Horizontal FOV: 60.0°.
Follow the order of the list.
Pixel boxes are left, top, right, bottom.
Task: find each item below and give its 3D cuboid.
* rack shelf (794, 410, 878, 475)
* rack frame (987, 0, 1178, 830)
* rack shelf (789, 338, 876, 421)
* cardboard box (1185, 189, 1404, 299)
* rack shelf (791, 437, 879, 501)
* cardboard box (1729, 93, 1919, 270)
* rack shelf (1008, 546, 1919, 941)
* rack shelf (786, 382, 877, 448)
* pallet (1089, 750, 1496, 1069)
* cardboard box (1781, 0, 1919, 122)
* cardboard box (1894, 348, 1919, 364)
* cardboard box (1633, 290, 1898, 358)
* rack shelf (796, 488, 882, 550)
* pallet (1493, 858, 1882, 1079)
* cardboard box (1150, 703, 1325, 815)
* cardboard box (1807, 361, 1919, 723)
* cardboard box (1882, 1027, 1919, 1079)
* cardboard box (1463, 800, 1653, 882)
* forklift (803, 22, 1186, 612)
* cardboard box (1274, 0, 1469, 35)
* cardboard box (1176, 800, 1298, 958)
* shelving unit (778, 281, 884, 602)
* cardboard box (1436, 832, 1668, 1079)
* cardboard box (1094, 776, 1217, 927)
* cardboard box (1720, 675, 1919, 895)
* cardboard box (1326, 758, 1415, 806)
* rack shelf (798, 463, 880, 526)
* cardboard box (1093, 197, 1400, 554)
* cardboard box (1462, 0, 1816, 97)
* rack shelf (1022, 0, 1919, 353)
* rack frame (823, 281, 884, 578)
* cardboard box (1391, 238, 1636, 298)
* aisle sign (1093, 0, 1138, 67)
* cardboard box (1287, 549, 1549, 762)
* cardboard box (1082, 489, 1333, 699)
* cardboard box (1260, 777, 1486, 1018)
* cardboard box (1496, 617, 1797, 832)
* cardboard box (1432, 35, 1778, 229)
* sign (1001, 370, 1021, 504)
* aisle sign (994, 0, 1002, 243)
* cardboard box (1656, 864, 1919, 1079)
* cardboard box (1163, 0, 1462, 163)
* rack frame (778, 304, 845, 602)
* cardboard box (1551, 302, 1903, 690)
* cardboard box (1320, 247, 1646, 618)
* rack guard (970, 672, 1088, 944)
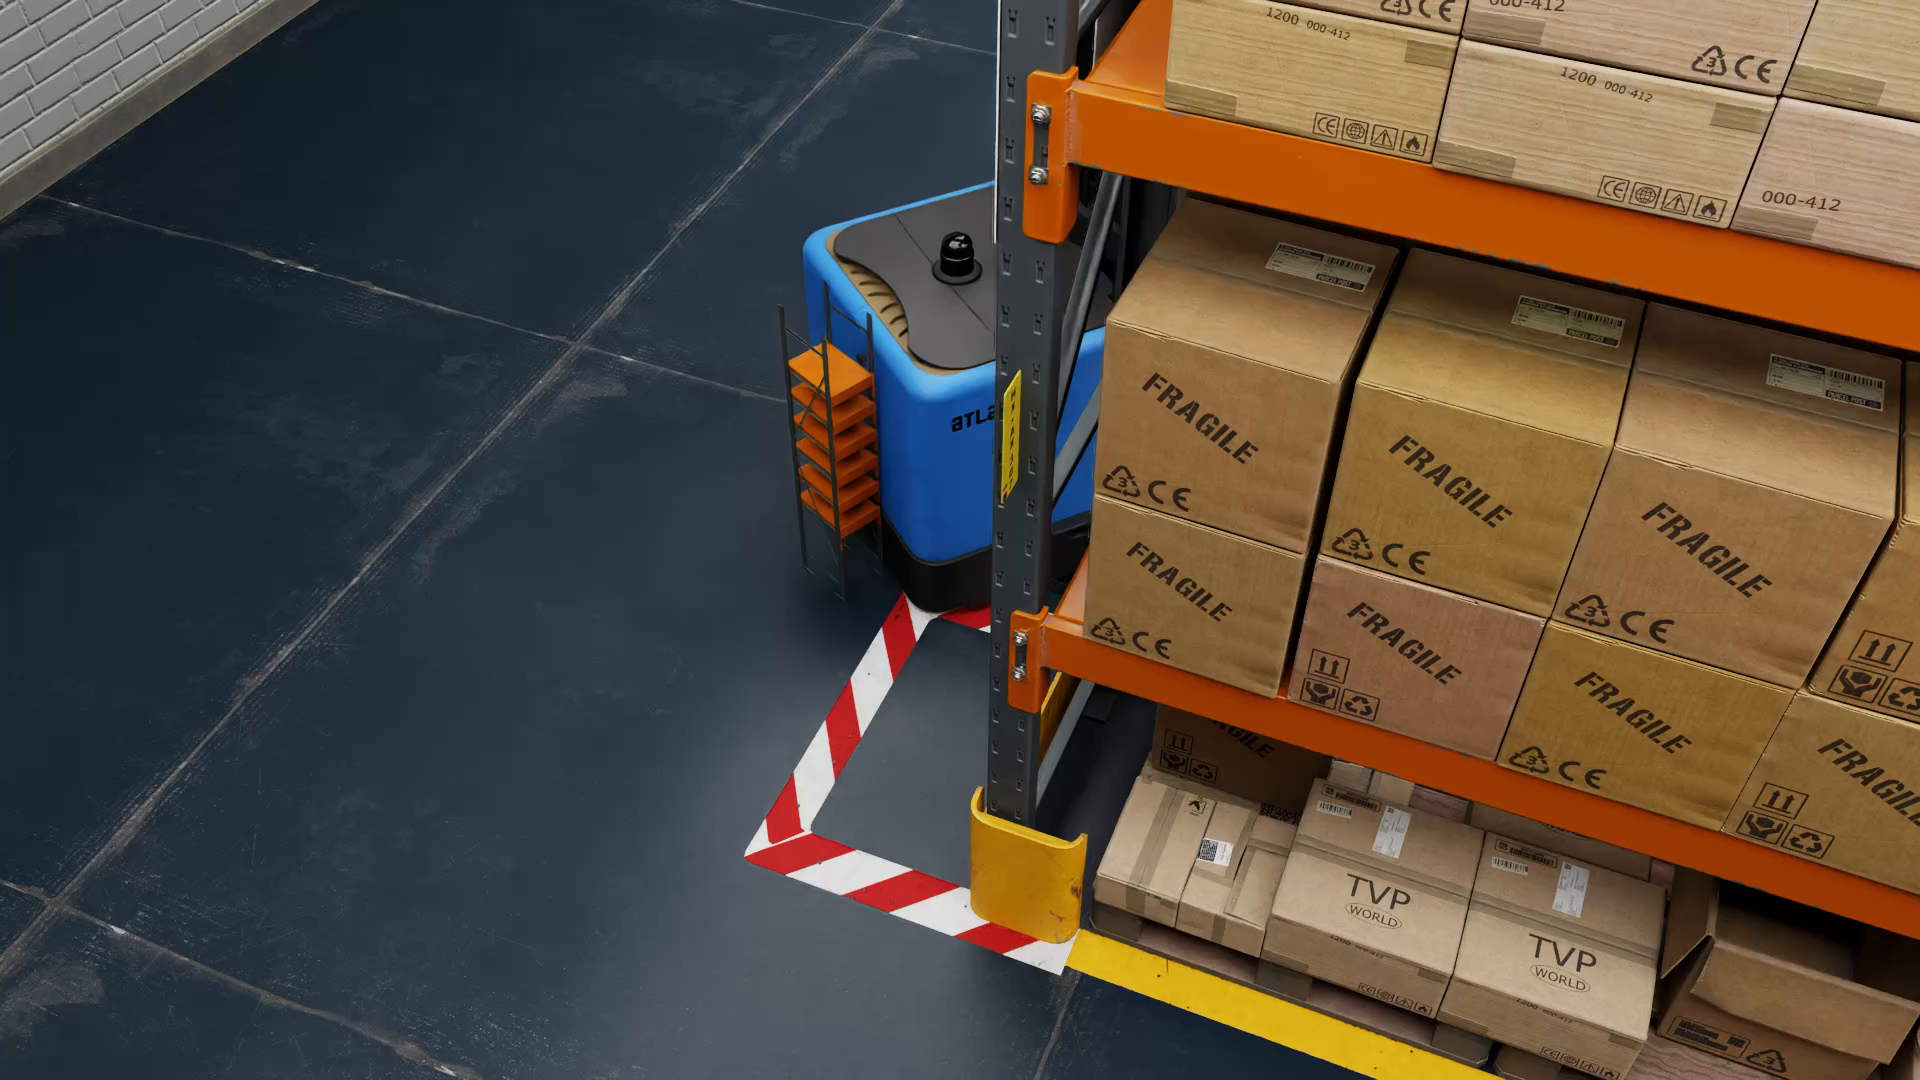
[{"bbox_3d":[-0.430,-0.361,5.655,0.180,0.103,0.258,-32,53,-28],"label":"rack shelf"},{"bbox_3d":[0.325,-0.276,4.401,0.127,3.000,1.000,16,47,16],"label":"rack frame"},{"bbox_3d":[-0.430,-0.531,5.485,0.180,0.103,0.258,-32,53,-28],"label":"rack shelf"},{"bbox_3d":[0.841,-0.724,4.071,0.500,0.500,0.500,16,47,15],"label":"cardboard box"},{"bbox_3d":[-0.430,-0.276,5.739,0.180,0.103,0.258,-32,53,-28],"label":"rack shelf"},{"bbox_3d":[1.619,-0.703,2.809,0.500,0.250,0.500,16,47,16],"label":"cardboard box"},{"bbox_3d":[2.170,0.522,4.109,4.000,0.370,1.077,16,47,16],"label":"rack shelf"},{"bbox_3d":[-0.430,-0.446,5.570,0.180,0.103,0.258,-32,53,-28],"label":"rack shelf"},{"bbox_3d":[1.131,0.949,5.147,1.213,0.211,1.003,16,47,16],"label":"pallet"},{"bbox_3d":[1.621,-0.883,2.636,0.500,0.250,0.500,16,47,16],"label":"cardboard box"},{"bbox_3d":[2.262,-0.310,3.655,0.500,0.500,0.500,18,48,17],"label":"cardboard box"},{"bbox_3d":[1.788,-0.450,3.796,0.500,0.500,0.500,18,47,17],"label":"cardboard box"},{"bbox_3d":[-0.430,-0.106,5.909,0.180,0.103,0.258,-32,53,-28],"label":"rack shelf"},{"bbox_3d":[2.253,1.281,4.813,1.213,0.211,1.003,16,47,16],"label":"pallet"},{"bbox_3d":[0.921,0.441,5.140,0.500,0.500,0.500,16,47,16],"label":"cardboard box"},{"bbox_3d":[2.047,0.039,3.304,0.500,0.500,0.500,16,47,15],"label":"cardboard box"},{"bbox_3d":[2.689,1.433,4.277,0.500,0.311,0.500,16,47,16],"label":"cardboard box"},{"bbox_3d":[1.786,0.807,4.949,0.500,0.250,0.500,16,47,16],"label":"cardboard box"},{"bbox_3d":[0.987,-1.515,5.695,3.031,2.935,1.130,-19,48,-19],"label":"forklift"},{"bbox_3d":[0.698,-1.155,2.909,0.500,0.250,0.500,16,47,16],"label":"cardboard box"},{"bbox_3d":[0.809,0.977,4.838,0.250,0.166,0.380,16,47,16],"label":"cardboard box"},{"bbox_3d":[-0.430,-0.307,5.708,0.189,1.200,0.258,-32,53,-28],"label":"shelving unit"},{"bbox_3d":[1.640,1.146,4.609,0.500,0.250,0.500,16,47,16],"label":"cardboard box"},{"bbox_3d":[0.579,0.916,4.912,0.250,0.149,0.380,16,47,16],"label":"cardboard box"},{"bbox_3d":[2.034,0.392,3.658,0.500,0.500,0.500,17,47,16],"label":"cardboard box"},{"bbox_3d":[1.260,0.728,5.088,0.250,0.166,0.380,16,47,16],"label":"cardboard box"},{"bbox_3d":[-0.430,-0.191,5.824,0.180,0.103,0.258,-32,53,-28],"label":"rack shelf"},{"bbox_3d":[0.633,-0.374,3.719,0.500,0.500,0.500,18,48,17],"label":"cardboard box"},{"bbox_3d":[1.157,-1.014,2.768,0.500,0.250,0.500,16,47,16],"label":"cardboard box"},{"bbox_3d":[2.170,-0.541,3.051,4.000,0.370,1.077,16,47,16],"label":"rack shelf"},{"bbox_3d":[-0.362,-0.350,5.751,0.006,1.200,0.240,-32,53,-28],"label":"rack frame"},{"bbox_3d":[1.308,-0.588,3.934,0.500,0.500,0.500,18,47,17],"label":"cardboard box"},{"bbox_3d":[0.380,-1.416,3.703,0.004,0.787,0.394,16,47,16],"label":"aisle sign"},{"bbox_3d":[1.111,0.117,3.935,0.500,0.500,0.500,16,47,15],"label":"cardboard box"},{"bbox_3d":[0.633,-0.020,4.072,0.500,0.500,0.500,17,47,17],"label":"cardboard box"},{"bbox_3d":[1.179,1.011,4.745,0.500,0.250,0.500,16,47,16],"label":"cardboard box"},{"bbox_3d":[1.573,0.255,3.796,0.500,0.500,0.500,16,47,16],"label":"cardboard box"},{"bbox_3d":[1.157,-0.837,2.944,0.500,0.250,0.500,16,47,16],"label":"cardboard box"},{"bbox_3d":[0.116,-0.230,3.741,0.005,0.325,0.100,16,47,16],"label":"sign"},{"bbox_3d":[0.149,-1.025,3.311,0.004,0.787,0.394,16,47,16],"label":"aisle sign"},{"bbox_3d":[2.280,1.032,4.544,0.637,0.503,0.797,16,47,16],"label":"cardboard box"},{"bbox_3d":[0.701,-0.981,3.089,0.500,0.250,0.500,16,47,16],"label":"cardboard box"},{"bbox_3d":[-0.498,-0.264,5.665,0.006,1.200,0.240,-32,53,-28],"label":"rack frame"},{"bbox_3d":[1.578,-0.098,3.442,0.500,0.500,0.500,17,47,16],"label":"cardboard box"},{"bbox_3d":[1.118,-0.237,3.582,0.500,0.500,0.500,17,47,16],"label":"cardboard box"},{"bbox_3d":[0.395,0.631,5.262,0.348,0.500,1.175,16,47,16],"label":"rack guard"}]
